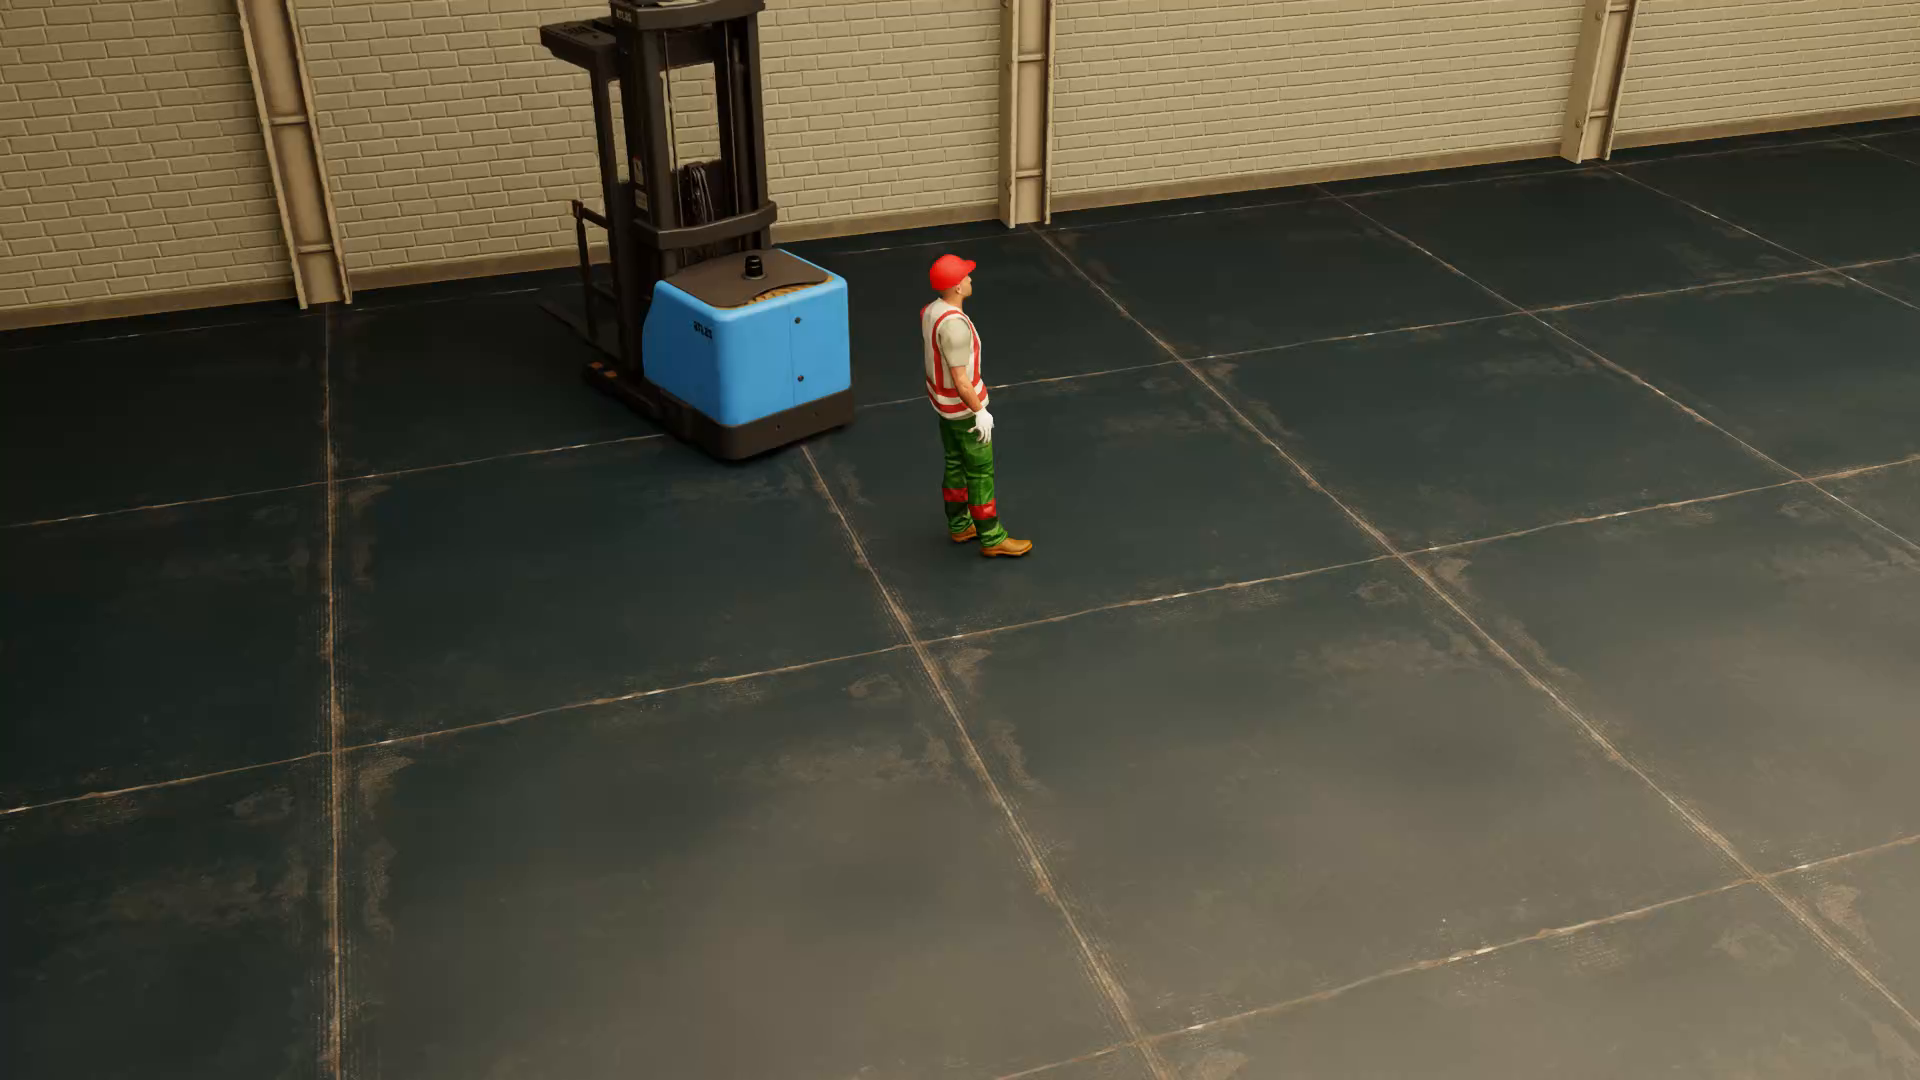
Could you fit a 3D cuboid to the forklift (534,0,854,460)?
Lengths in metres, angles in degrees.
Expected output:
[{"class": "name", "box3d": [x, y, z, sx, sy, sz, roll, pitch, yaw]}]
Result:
[{"class": "forklift", "box3d": [-2.050, -2.451, 11.348, 1.130, 2.935, 3.031, -23, 37, -34]}]

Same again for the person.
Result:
[{"class": "person", "box3d": [0.080, -0.789, 9.588, 0.563, 1.788, 0.638, -10, 31, -16]}]
